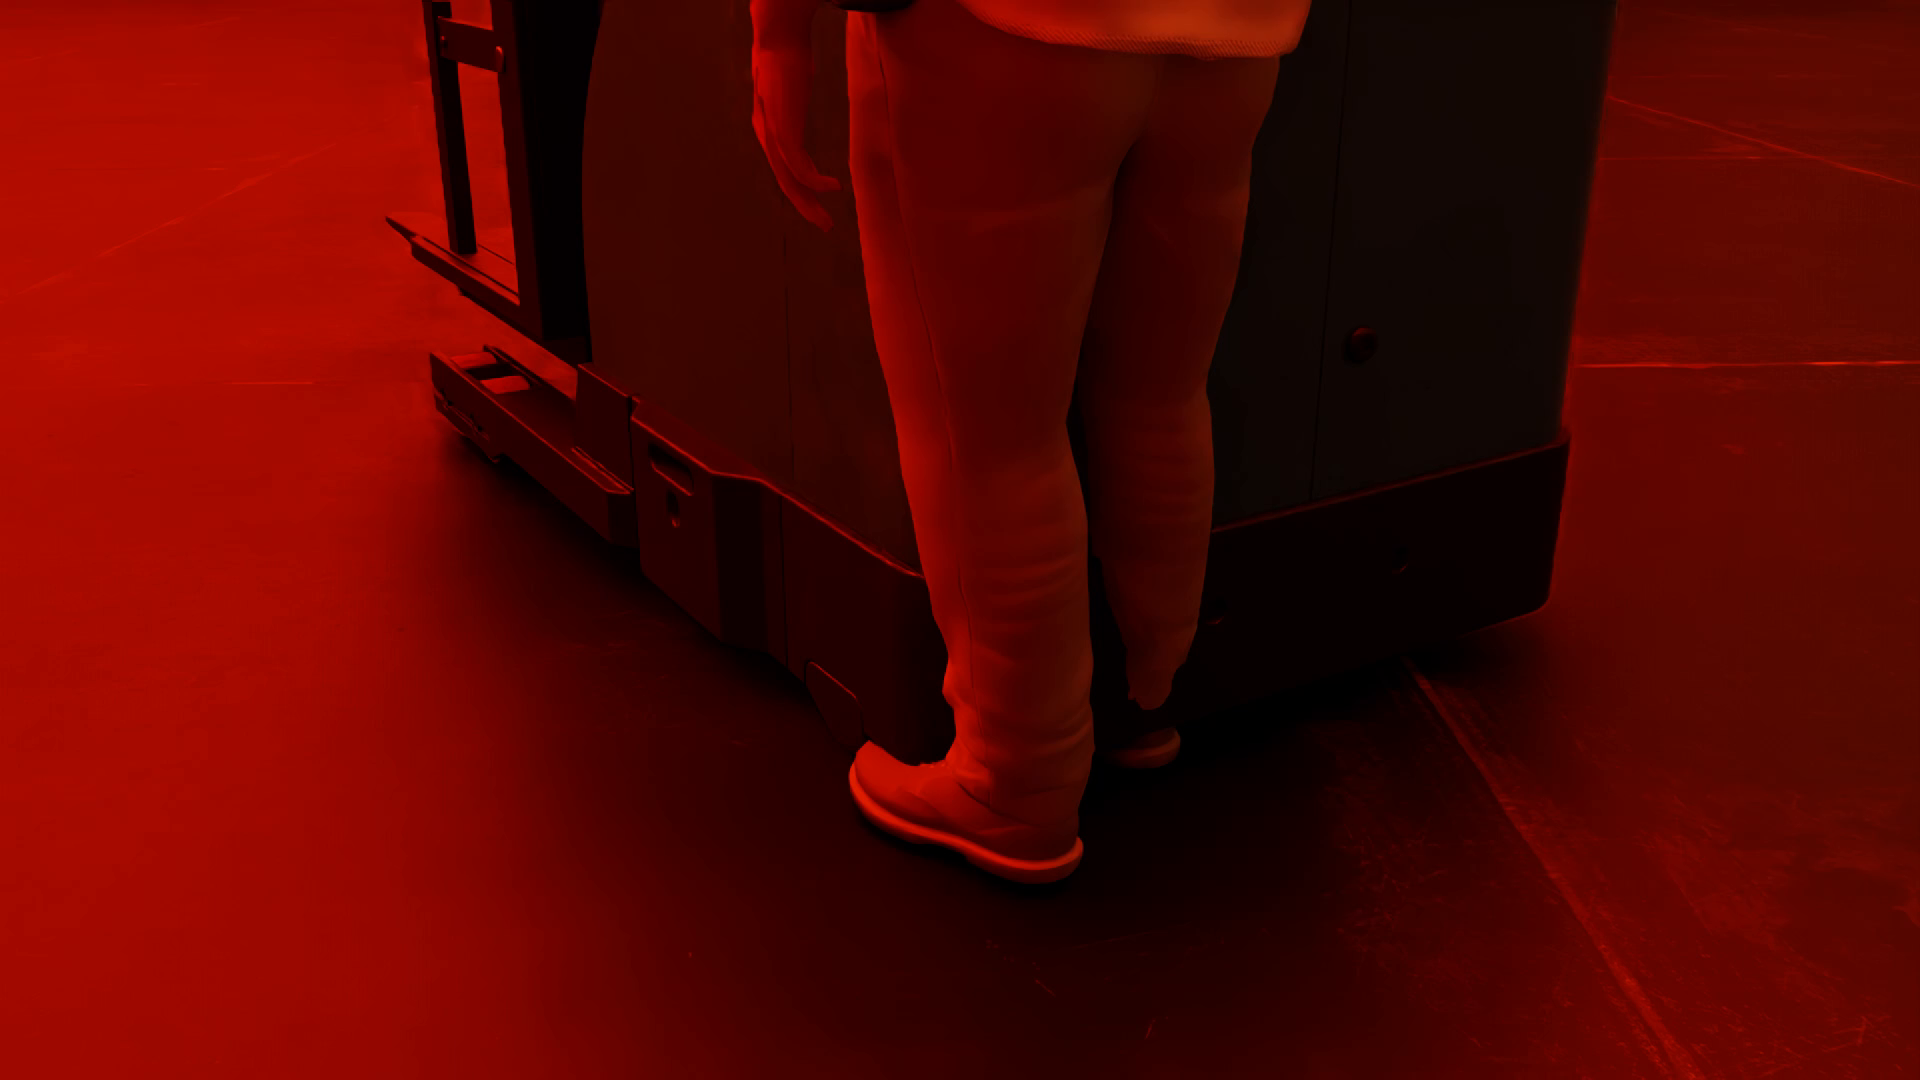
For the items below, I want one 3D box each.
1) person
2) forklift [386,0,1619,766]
[{"bbox_3d":[0.052,-0.509,1.578,0.641,1.778,0.571,-16,26,-35],"label":"person"},{"bbox_3d":[-0.375,-1.585,2.763,1.130,2.935,3.031,-13,25,-30],"label":"forklift"}]
